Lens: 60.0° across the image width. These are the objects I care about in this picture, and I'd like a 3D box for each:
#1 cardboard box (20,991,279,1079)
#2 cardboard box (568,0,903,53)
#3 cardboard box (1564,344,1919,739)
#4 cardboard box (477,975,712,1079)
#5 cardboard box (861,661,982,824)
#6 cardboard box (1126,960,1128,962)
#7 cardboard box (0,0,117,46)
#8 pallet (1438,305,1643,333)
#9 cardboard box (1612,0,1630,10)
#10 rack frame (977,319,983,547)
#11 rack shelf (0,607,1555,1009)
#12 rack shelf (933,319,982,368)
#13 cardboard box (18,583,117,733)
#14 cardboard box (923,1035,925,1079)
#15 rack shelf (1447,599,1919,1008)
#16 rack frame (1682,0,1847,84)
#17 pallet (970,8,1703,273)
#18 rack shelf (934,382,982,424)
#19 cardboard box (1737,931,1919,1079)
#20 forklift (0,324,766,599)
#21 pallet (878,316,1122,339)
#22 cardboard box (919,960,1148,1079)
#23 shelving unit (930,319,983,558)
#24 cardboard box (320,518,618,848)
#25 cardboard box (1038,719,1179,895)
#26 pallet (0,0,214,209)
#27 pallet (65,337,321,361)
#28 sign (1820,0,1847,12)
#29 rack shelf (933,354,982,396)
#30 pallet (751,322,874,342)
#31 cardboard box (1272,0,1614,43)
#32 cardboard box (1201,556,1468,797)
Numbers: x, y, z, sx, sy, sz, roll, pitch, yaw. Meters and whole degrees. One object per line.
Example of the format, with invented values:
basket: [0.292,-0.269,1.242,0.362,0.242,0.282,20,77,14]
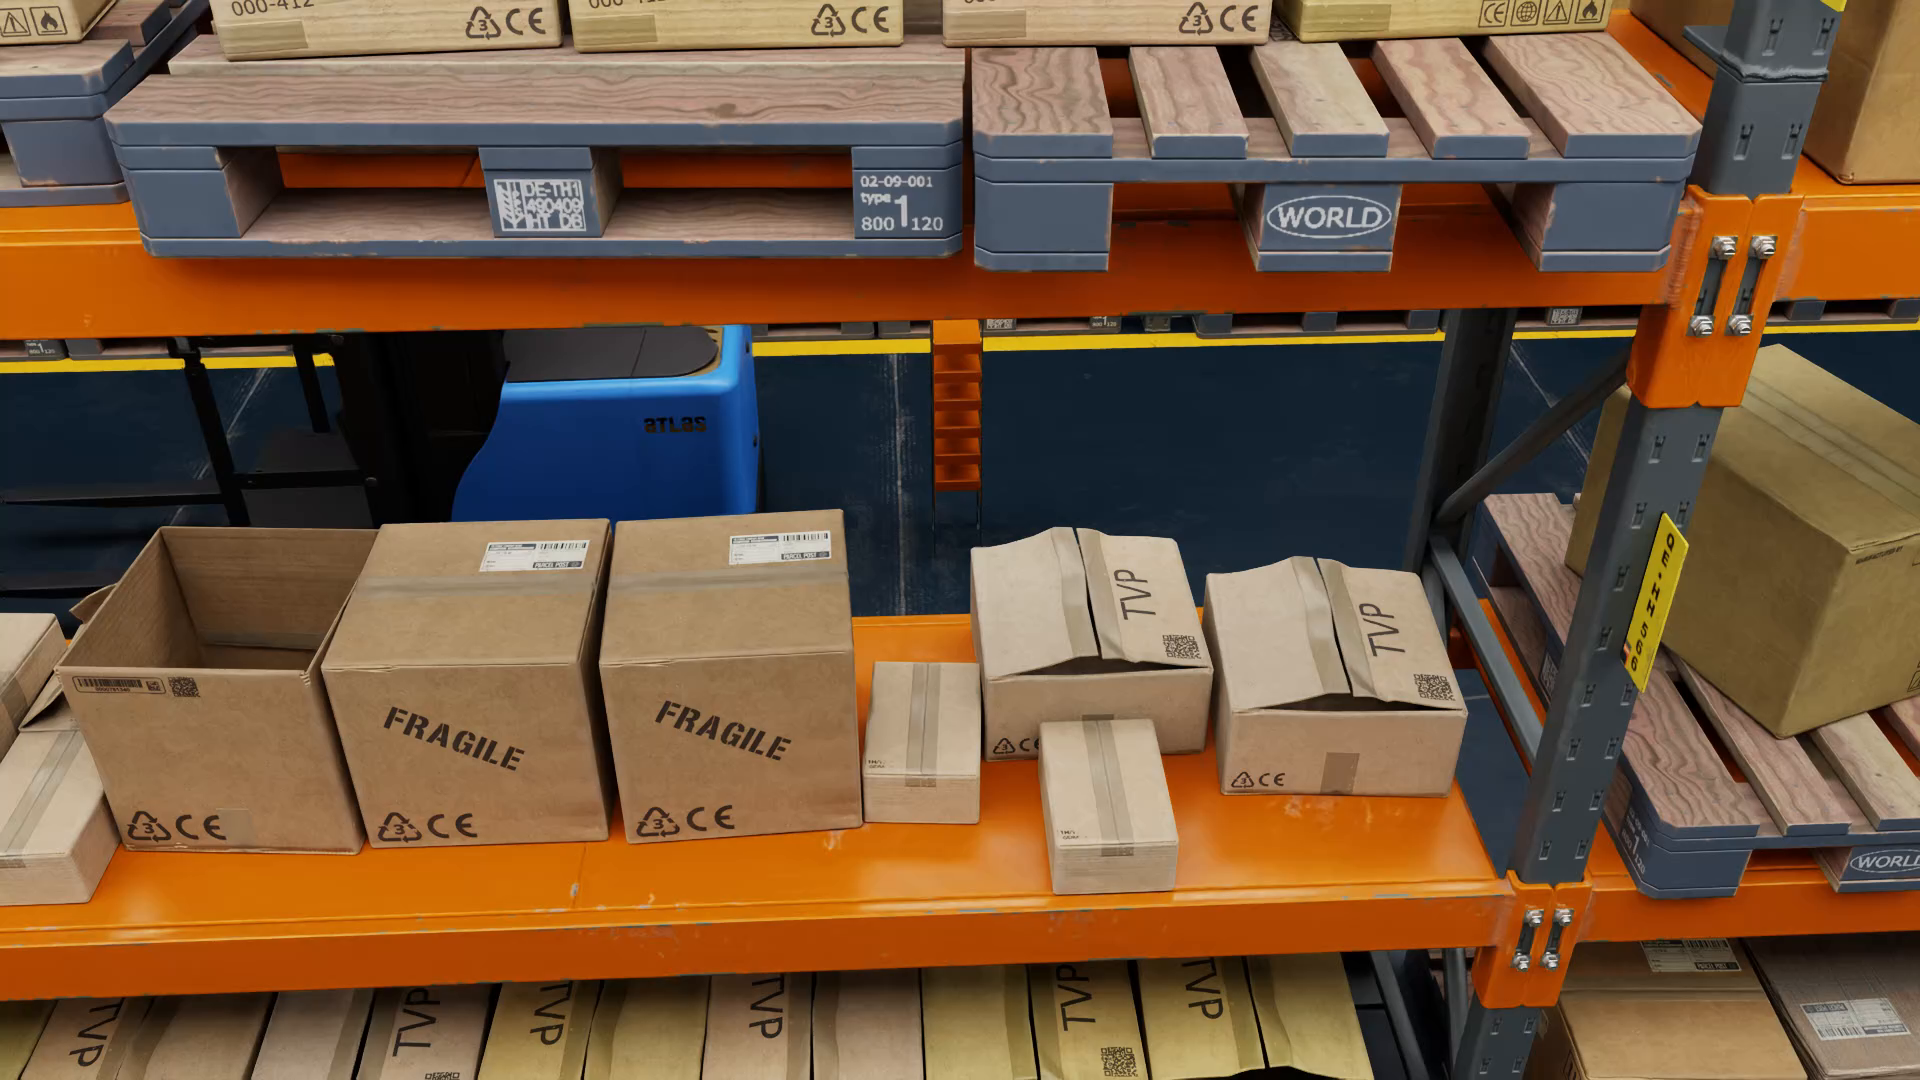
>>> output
cardboard box: [-1.878,1.230,3.891,0.500,0.311,0.500,-2,35,-3]
cardboard box: [-0.353,-0.992,2.674,0.500,0.250,0.500,-2,35,-3]
cardboard box: [1.816,-0.020,3.686,0.500,0.500,0.700,-13,37,-18]
cardboard box: [-0.843,1.198,3.937,0.500,0.311,0.500,-1,35,-1]
cardboard box: [-0.079,0.445,3.692,0.250,0.149,0.380,1,35,1]
cardboard box: [0.655,0.849,4.441,0.500,0.311,0.500,0,35,-1]
cardboard box: [-1.639,-0.989,2.670,0.500,0.250,0.500,-5,35,-7]
pallet: [2.961,-1.404,8.593,1.213,0.211,1.003,-2,35,-2]
cardboard box: [2.991,-2.620,7.533,0.500,0.500,0.500,-1,35,-1]
rack frame: [0.077,-0.495,6.412,0.006,1.200,0.240,-2,35,-2]
rack shelf: [-0.805,0.625,3.844,4.000,0.370,1.077,-2,35,-2]
rack shelf: [-0.014,-0.752,6.228,0.180,0.103,0.258,-2,35,-2]
cardboard box: [-1.933,0.310,3.784,0.258,0.266,0.396,-2,35,-3]
cardboard box: [0.164,1.402,4.136,0.500,0.250,0.500,-2,35,-3]
rack shelf: [3.190,0.517,3.999,4.000,0.370,1.077,-2,35,-2]
rack frame: [1.193,-2.192,2.010,0.127,3.000,1.000,-2,35,-2]
pallet: [0.519,-0.812,2.817,1.003,0.211,1.213,0,35,0]
rack shelf: [-0.014,-0.555,6.365,0.180,0.103,0.258,-2,35,-2]
cardboard box: [2.183,1.255,4.111,0.500,0.500,0.500,-3,35,-4]
forklift: [-2.292,-1.084,5.741,3.031,2.935,1.130,-2,35,-3]
pallet: [0.174,-1.374,8.550,1.213,0.211,1.003,-2,35,-2]
cardboard box: [0.162,1.174,3.972,0.500,0.311,0.500,-2,35,-3]
shelving unit: [-0.014,-0.493,6.408,0.189,1.200,0.258,-2,35,-2]
cardboard box: [-1.009,0.302,3.589,0.500,0.500,0.500,-1,35,-2]
cardboard box: [0.307,0.560,3.526,0.250,0.149,0.380,-2,35,-2]
pallet: [-1.923,-0.803,2.807,1.217,0.209,0.805,-3,35,-4]
pallet: [-3.710,-1.248,8.368,1.213,0.211,1.003,-2,35,-2]
sign: [1.211,-0.888,2.237,0.005,0.325,0.100,-2,35,-2]
rack shelf: [-0.014,-0.654,6.297,0.180,0.103,0.258,-2,35,-2]
pallet: [-1.042,-1.343,8.505,1.213,0.211,1.003,-2,35,-2]
cardboard box: [0.742,-1.025,2.723,0.500,0.250,0.500,-4,35,-6]
cardboard box: [0.827,0.297,3.764,0.500,0.311,0.500,1,35,1]
